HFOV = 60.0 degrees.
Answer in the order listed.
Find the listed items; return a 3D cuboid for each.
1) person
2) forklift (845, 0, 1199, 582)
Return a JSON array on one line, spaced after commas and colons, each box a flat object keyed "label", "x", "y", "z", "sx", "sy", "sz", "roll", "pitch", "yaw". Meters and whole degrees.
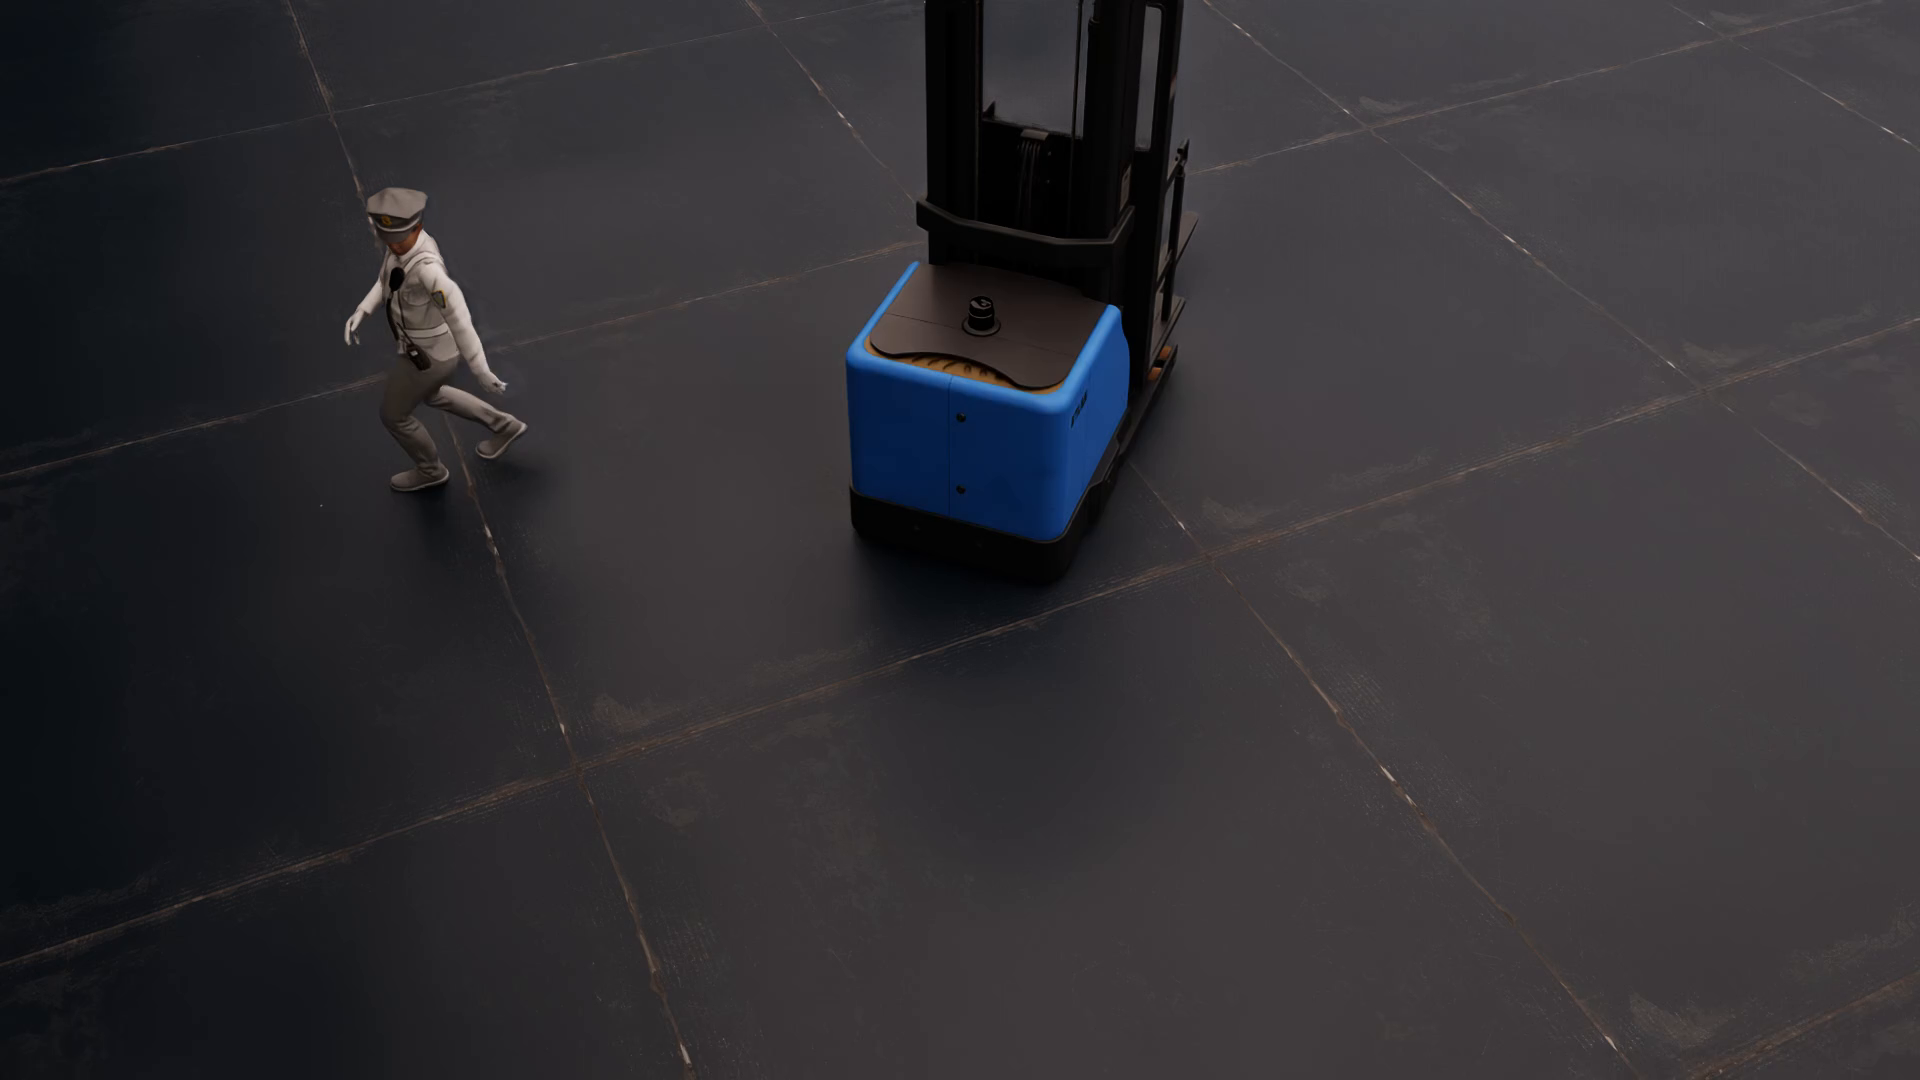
[{"label": "person", "x": -2.428, "y": -0.874, "z": 7.613, "sx": 0.710, "sy": 1.597, "sz": 0.559, "roll": -4, "pitch": 43, "yaw": -5}, {"label": "forklift", "x": 0.498, "y": -1.901, "z": 7.717, "sx": 1.130, "sy": 2.935, "sz": 3.031, "roll": 15, "pitch": 45, "yaw": 15}]
